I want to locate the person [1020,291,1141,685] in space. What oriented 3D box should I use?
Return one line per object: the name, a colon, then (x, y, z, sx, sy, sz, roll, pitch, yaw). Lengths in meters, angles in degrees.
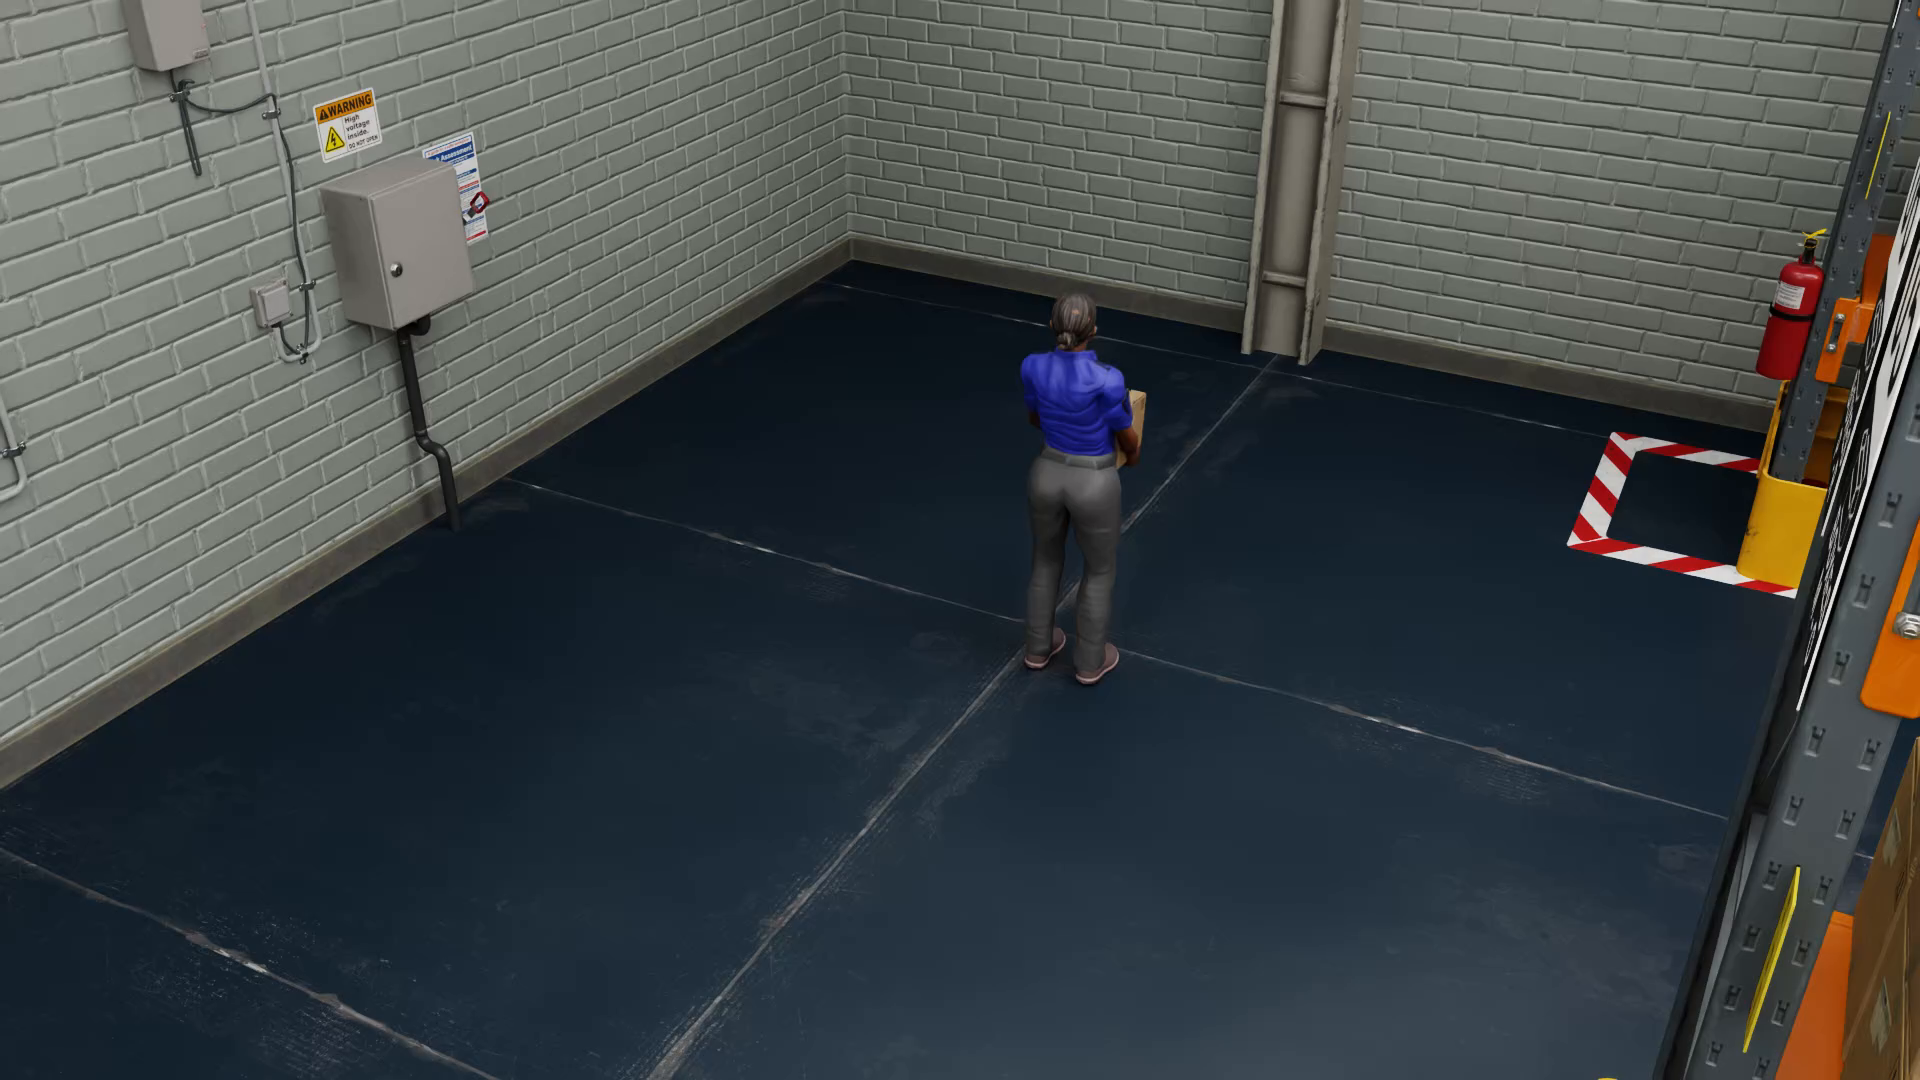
person: (0.487, -0.239, 6.554, 0.448, 1.656, 0.496, 14, 33, 23)
